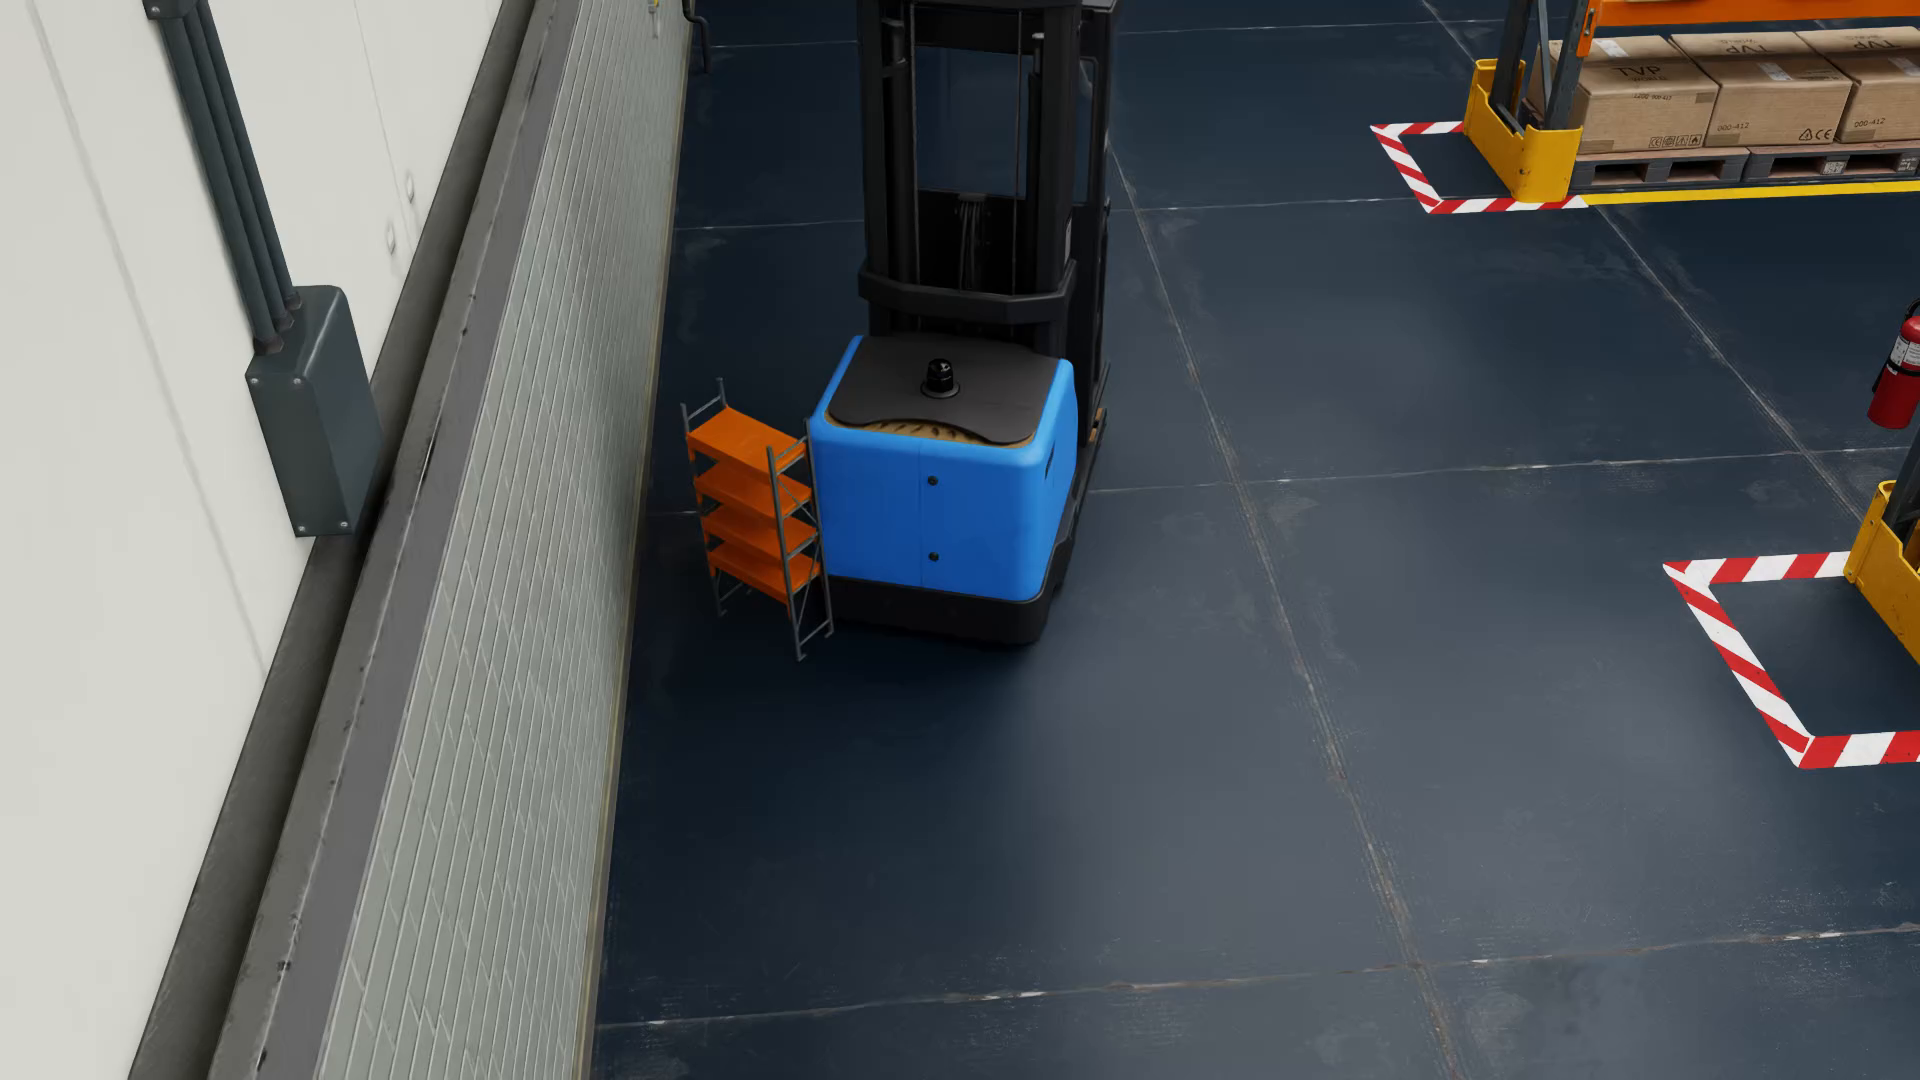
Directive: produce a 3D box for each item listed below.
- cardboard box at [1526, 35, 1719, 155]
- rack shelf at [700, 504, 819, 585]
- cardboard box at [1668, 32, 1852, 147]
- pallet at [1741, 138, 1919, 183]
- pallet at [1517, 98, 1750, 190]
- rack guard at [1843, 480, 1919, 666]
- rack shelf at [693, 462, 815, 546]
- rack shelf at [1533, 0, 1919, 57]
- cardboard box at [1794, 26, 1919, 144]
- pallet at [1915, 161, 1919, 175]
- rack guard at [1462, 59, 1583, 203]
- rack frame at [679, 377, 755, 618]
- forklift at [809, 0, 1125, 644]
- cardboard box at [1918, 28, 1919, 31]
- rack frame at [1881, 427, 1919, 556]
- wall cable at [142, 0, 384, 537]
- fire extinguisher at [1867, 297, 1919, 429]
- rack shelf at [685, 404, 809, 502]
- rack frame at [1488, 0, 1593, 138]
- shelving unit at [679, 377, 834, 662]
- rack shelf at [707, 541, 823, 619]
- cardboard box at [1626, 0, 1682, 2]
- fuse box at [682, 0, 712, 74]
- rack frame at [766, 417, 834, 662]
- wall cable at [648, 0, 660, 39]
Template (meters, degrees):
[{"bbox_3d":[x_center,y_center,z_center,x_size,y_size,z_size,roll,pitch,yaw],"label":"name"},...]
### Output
[{"bbox_3d":[4.431,-3.001,11.183,0.875,0.438,0.875,-4,38,-6],"label":"cardboard box"},{"bbox_3d":[-0.860,-0.019,7.225,0.480,0.148,0.258,26,48,29],"label":"rack shelf"},{"bbox_3d":[5.342,-3.056,11.253,0.875,0.438,0.875,-2,38,-3],"label":"cardboard box"},{"bbox_3d":[5.784,-2.806,11.458,1.213,0.211,1.003,-3,38,-4],"label":"pallet"},{"bbox_3d":[4.572,-2.741,11.376,1.213,0.211,1.003,-3,38,-4],"label":"pallet"},{"bbox_3d":[4.397,0.282,7.311,0.348,0.500,1.175,-3,38,-4],"label":"rack guard"},{"bbox_3d":[-0.868,-0.188,7.078,0.480,0.148,0.258,26,48,29],"label":"rack shelf"},{"bbox_3d":[5.775,-3.571,10.757,4.000,0.370,1.077,-3,38,-4],"label":"rack shelf"},{"bbox_3d":[6.240,-3.104,11.314,0.875,0.438,0.875,-4,38,-5],"label":"cardboard box"},{"bbox_3d":[7.002,-2.875,11.545,1.213,0.211,1.003,-3,38,-4],"label":"pallet"},{"bbox_3d":[3.759,-2.761,11.168,0.348,0.500,1.175,-3,38,-4],"label":"rack guard"},{"bbox_3d":[-1.055,-0.163,7.298,0.015,1.200,0.240,26,48,29],"label":"rack frame"},{"bbox_3d":[0.157,-1.605,7.740,1.130,2.935,3.031,8,39,10],"label":"forklift"},{"bbox_3d":[7.132,-3.154,11.377,0.875,0.438,0.875,-4,38,-5],"label":"cardboard box"},{"bbox_3d":[4.322,-0.695,6.531,0.127,3.000,1.000,-3,38,-4],"label":"rack frame"},{"bbox_3d":[-1.277,-3.064,2.093,0.120,5.999,2.277,-3,38,-4],"label":"wall cable"},{"bbox_3d":[4.030,-0.789,7.014,0.183,0.674,0.296,-3,38,-4],"label":"fire extinguisher"},{"bbox_3d":[-0.877,-0.367,6.924,0.480,0.148,0.258,26,48,29],"label":"rack shelf"},{"bbox_3d":[3.782,-3.744,10.395,0.127,3.000,1.000,-3,38,-4],"label":"rack frame"},{"bbox_3d":[-0.863,-0.070,7.181,0.503,1.200,0.258,26,48,29],"label":"shelving unit"},{"bbox_3d":[-0.853,0.131,7.354,0.480,0.148,0.258,26,48,29],"label":"rack shelf"},{"bbox_3d":[4.286,-3.632,10.173,0.500,0.500,0.500,-3,38,-4],"label":"cardboard box"},{"bbox_3d":[-1.873,-4.218,12.037,0.414,1.711,0.539,-3,38,-4],"label":"fuse box"},{"bbox_3d":[-0.670,0.023,7.063,0.015,1.200,0.240,26,48,29],"label":"rack frame"},{"bbox_3d":[-1.832,-3.831,9.660,0.123,1.953,0.585,-3,38,-4],"label":"wall cable"}]
